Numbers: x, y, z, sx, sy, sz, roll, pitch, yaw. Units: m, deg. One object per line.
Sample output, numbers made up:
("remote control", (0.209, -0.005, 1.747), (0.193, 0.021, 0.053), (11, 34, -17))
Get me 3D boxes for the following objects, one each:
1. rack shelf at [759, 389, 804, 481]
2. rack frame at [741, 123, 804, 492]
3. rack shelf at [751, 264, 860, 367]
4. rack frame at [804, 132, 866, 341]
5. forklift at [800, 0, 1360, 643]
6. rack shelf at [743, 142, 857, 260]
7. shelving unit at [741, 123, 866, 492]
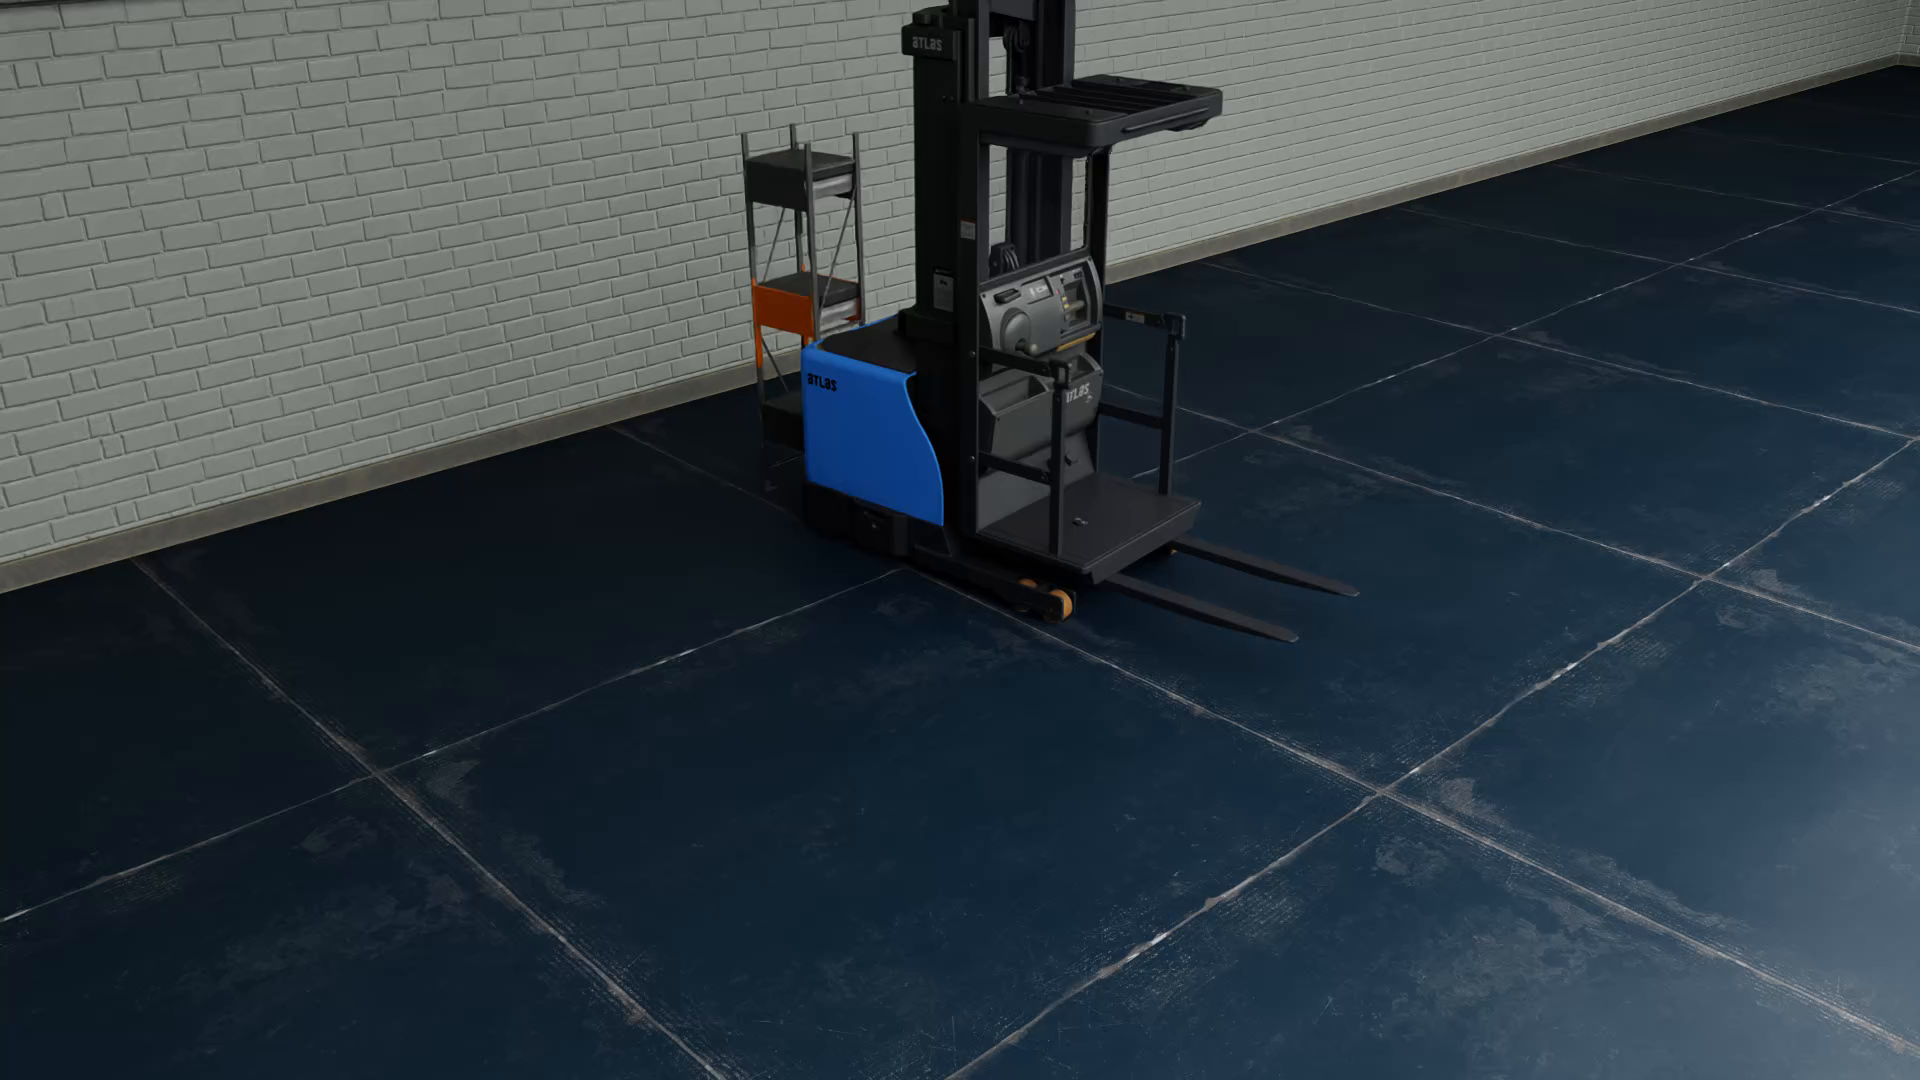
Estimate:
("rack shelf", (-0.844, -0.594, 9.730), (0.480, 0.518, 0.431), (18, 30, 37))
("rack frame", (-1.039, -1.309, 9.589), (0.015, 2.100, 0.400), (18, 30, 37))
("rack shelf", (-0.854, -1.234, 9.448), (0.480, 0.518, 0.431), (18, 30, 37))
("rack frame", (-0.669, -1.185, 9.296), (0.015, 2.100, 0.400), (18, 30, 37))
("forklift", (0.580, -1.166, 8.275), (3.031, 2.935, 1.130), (19, 31, 35))
("rack shelf", (-0.864, -1.875, 9.165), (0.480, 0.518, 0.431), (18, 30, 37))
("shelving unit", (-0.854, -1.247, 9.442), (0.503, 2.100, 0.431), (18, 30, 37))
